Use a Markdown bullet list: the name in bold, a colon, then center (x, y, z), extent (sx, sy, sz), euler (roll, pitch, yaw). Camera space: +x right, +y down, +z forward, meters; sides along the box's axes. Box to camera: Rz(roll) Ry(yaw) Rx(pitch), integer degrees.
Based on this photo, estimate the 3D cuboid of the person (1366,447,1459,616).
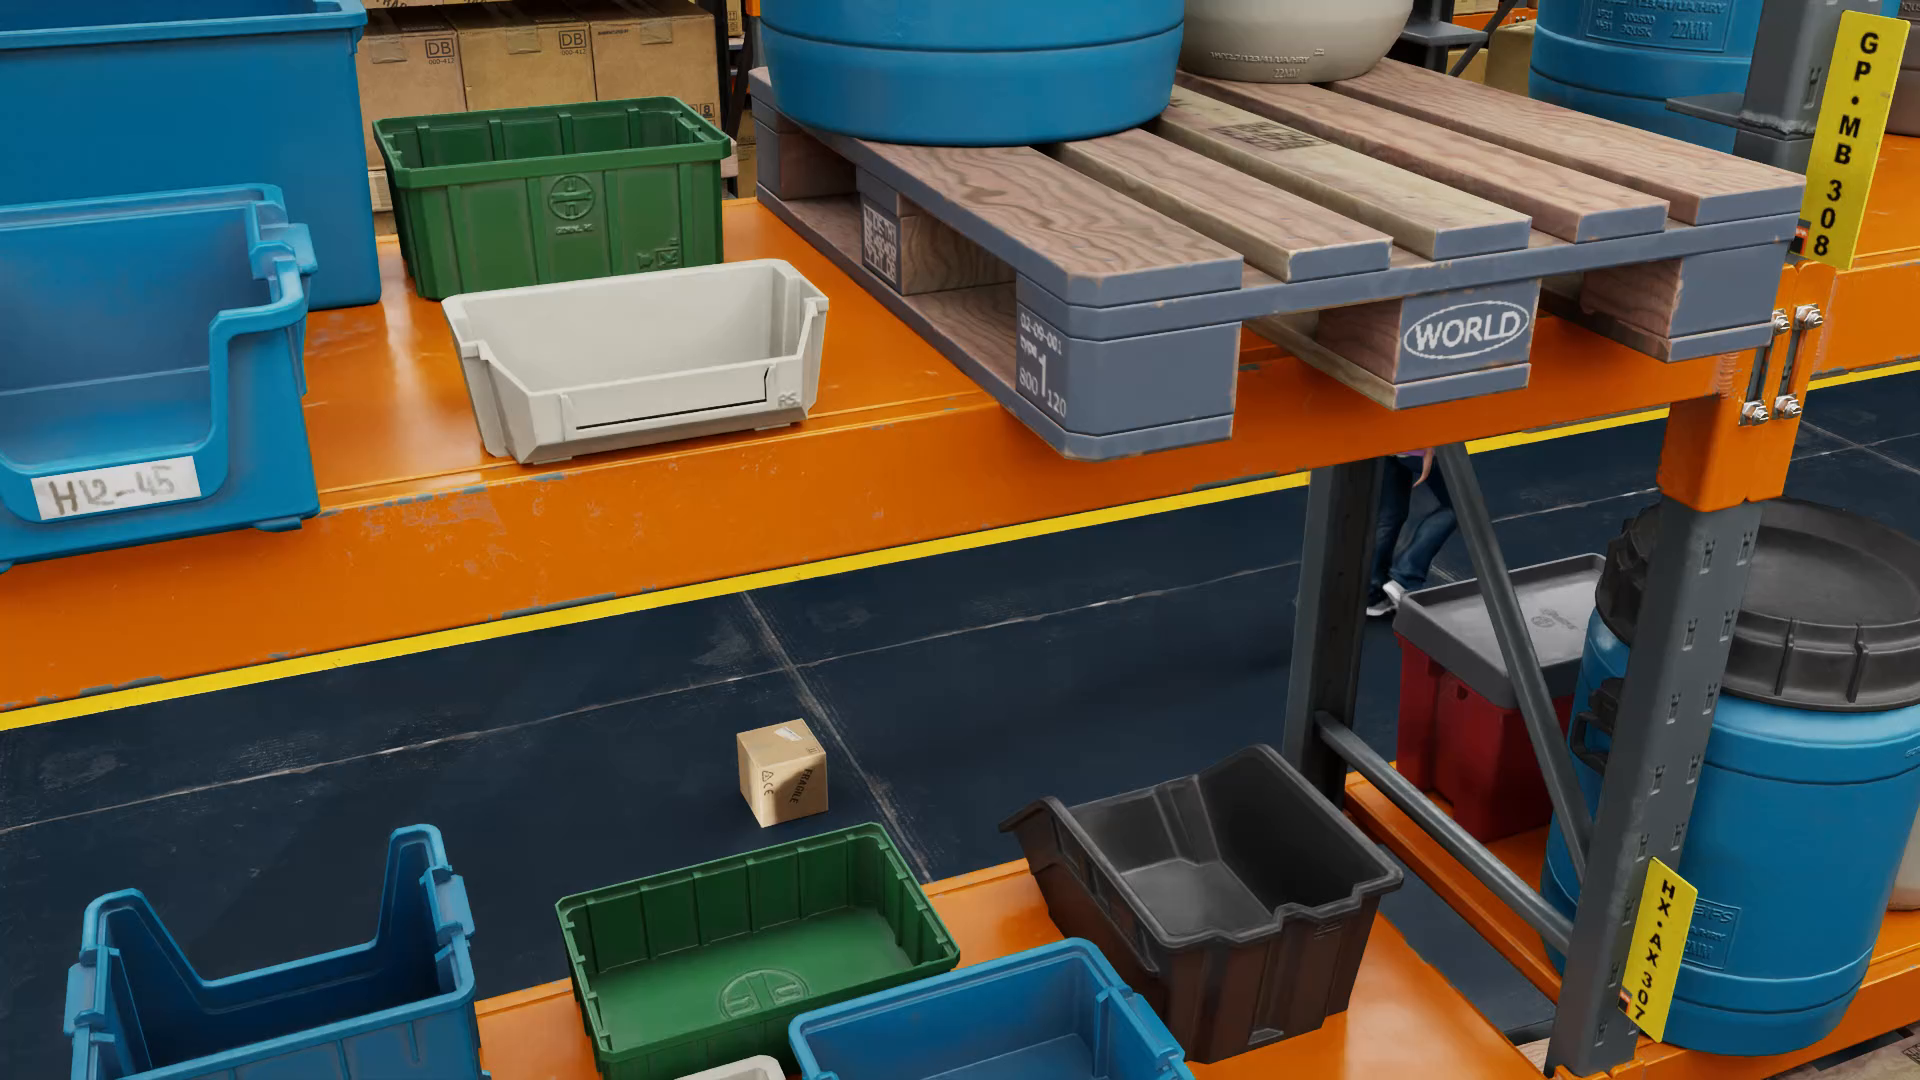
- **person**: center (1.908, -0.404, 6.908), extent (0.402, 1.584, 0.414), euler (-15, 30, -28)
